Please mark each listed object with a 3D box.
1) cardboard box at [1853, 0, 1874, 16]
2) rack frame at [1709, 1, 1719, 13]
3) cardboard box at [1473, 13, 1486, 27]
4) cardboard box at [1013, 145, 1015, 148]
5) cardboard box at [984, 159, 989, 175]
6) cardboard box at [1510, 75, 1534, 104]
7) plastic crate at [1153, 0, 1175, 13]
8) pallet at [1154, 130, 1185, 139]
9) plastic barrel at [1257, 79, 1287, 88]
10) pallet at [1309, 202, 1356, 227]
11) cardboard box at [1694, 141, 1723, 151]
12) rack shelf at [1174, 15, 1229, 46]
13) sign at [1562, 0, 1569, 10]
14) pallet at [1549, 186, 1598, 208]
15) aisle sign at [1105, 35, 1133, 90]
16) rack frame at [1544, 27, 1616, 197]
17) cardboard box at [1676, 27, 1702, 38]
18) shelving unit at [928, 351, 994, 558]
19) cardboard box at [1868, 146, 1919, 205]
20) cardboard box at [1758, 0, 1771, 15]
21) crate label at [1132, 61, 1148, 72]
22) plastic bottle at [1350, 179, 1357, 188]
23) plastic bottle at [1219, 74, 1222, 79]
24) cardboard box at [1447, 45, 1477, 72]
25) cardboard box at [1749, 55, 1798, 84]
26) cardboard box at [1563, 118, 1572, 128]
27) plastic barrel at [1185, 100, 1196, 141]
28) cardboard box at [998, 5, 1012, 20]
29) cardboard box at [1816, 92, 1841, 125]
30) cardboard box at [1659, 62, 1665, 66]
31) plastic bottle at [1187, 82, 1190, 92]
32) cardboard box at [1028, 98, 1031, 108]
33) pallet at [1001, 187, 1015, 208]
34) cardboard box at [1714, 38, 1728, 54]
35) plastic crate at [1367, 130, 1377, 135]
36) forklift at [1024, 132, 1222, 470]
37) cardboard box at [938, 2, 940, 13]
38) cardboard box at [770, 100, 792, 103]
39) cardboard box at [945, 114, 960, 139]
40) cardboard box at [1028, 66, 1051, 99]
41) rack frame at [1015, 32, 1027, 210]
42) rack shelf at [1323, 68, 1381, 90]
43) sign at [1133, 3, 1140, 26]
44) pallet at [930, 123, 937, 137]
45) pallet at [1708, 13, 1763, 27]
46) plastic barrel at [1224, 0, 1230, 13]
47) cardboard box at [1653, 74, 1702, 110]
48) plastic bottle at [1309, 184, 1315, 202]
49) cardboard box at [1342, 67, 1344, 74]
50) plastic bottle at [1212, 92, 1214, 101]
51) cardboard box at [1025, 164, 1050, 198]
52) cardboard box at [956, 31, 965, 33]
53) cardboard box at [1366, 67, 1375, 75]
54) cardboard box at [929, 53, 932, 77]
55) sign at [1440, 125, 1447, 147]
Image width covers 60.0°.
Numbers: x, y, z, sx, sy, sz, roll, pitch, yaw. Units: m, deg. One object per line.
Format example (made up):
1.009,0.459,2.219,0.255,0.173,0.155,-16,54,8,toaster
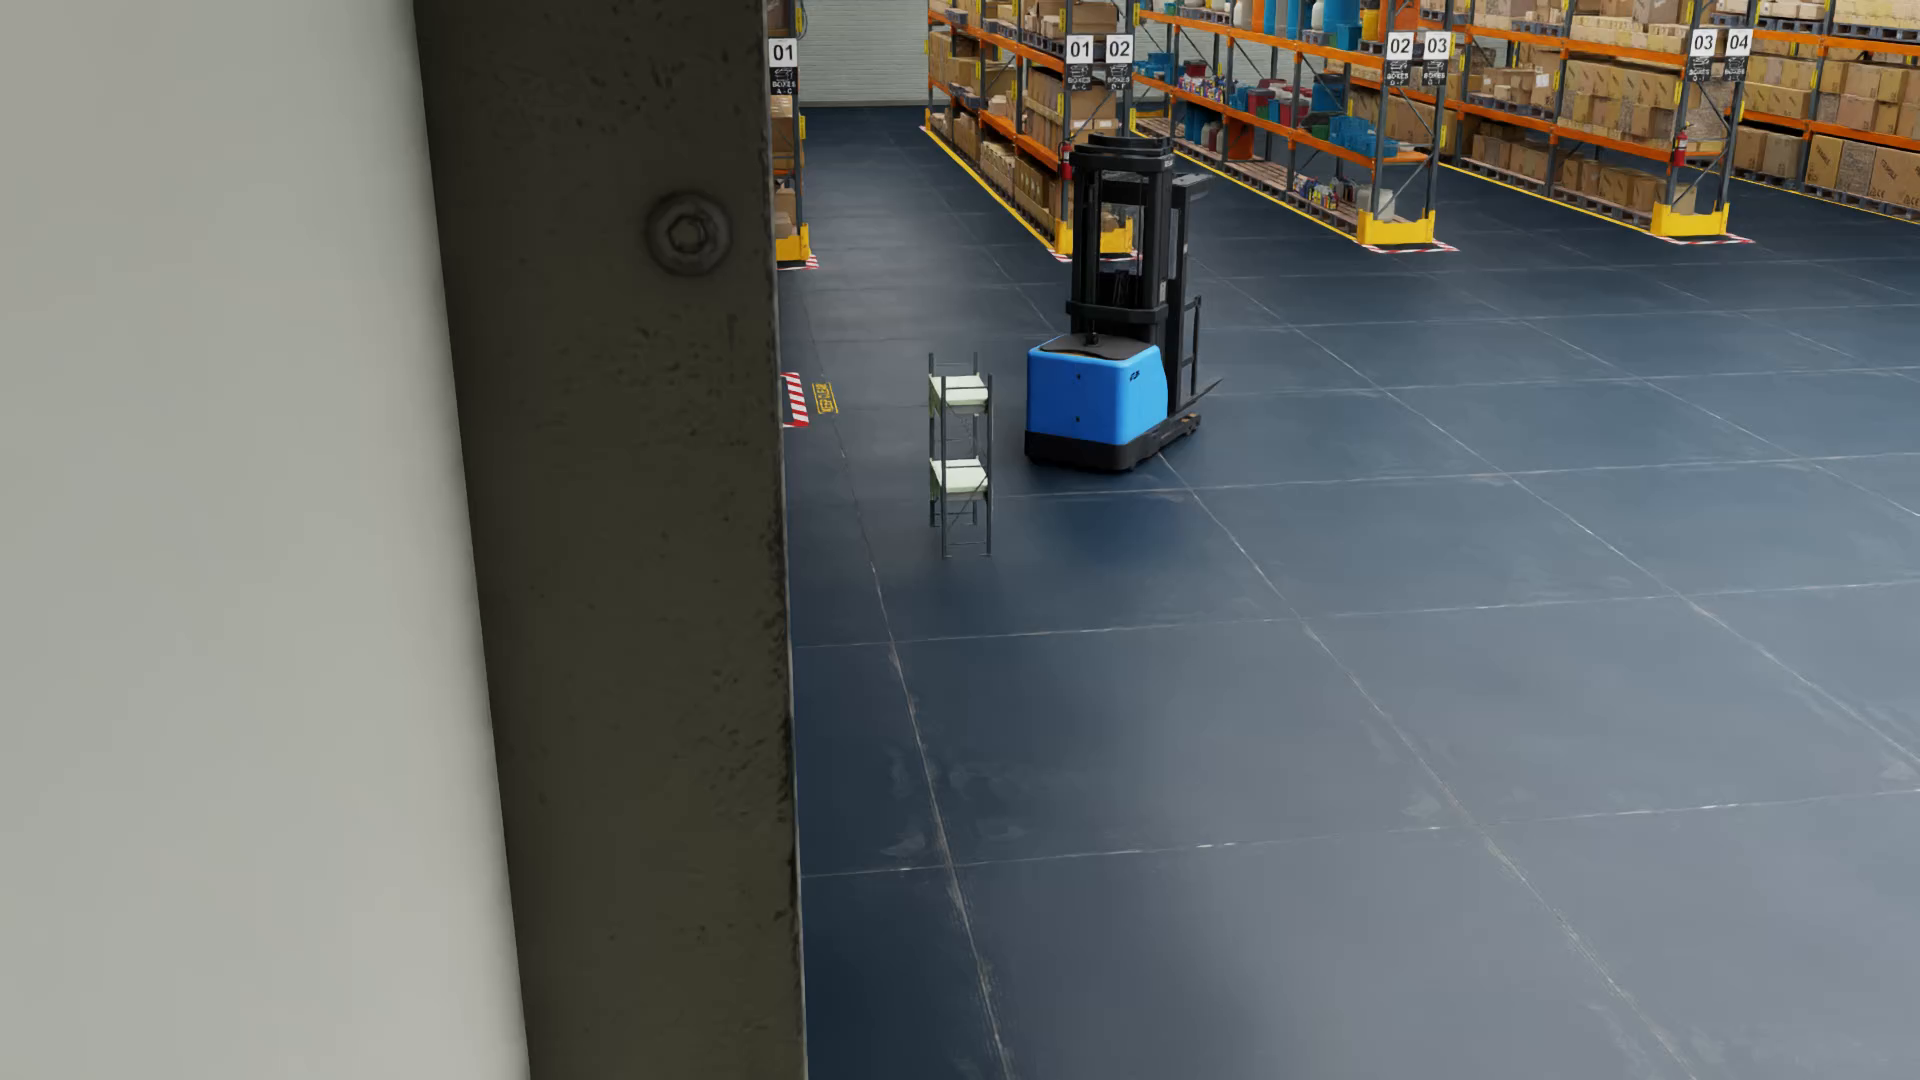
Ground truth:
16.065,-9.327,29.159,0.500,0.250,0.500,-3,21,-8,cardboard box
15.620,-12.162,33.418,1.000,3.000,0.127,-3,21,-8,rack frame
10.513,-10.296,32.923,0.500,0.250,0.500,-3,21,-7,cardboard box
1.295,-7.461,31.933,0.500,0.311,0.500,-3,21,-9,cardboard box
0.752,-7.177,31.974,0.500,0.250,0.500,-3,21,-9,cardboard box
10.933,-8.592,31.686,0.797,0.503,0.637,-1,20,-2,cardboard box
4.657,-12.223,38.038,0.437,0.282,0.530,-3,21,-8,plastic crate
5.075,-9.218,38.095,1.003,0.211,1.213,-3,21,-8,pallet
6.163,-8.805,32.809,0.600,0.536,0.708,-3,21,-8,plastic barrel
6.608,-5.538,28.241,1.003,0.211,1.213,-3,21,-8,pallet
12.046,-6.360,26.816,0.380,0.149,0.250,-3,21,-8,cardboard box
5.508,-10.647,34.678,1.077,0.370,4.000,-3,21,-8,rack shelf
10.725,-9.554,29.421,0.100,0.325,0.005,-3,21,-8,sign
11.406,-6.215,30.053,1.003,0.211,1.213,-3,21,-8,pallet
2.360,-7.079,24.667,0.394,0.787,0.004,-3,21,-8,aisle sign
11.274,-7.752,30.183,1.000,3.000,0.127,-3,21,-8,rack frame
11.502,-7.969,26.122,0.380,0.149,0.250,-3,21,-8,cardboard box
0.001,-0.700,13.448,0.431,1.500,0.755,-3,21,-8,shelving unit
16.481,-6.319,28.785,0.875,0.875,0.875,-3,21,-9,cardboard box
15.653,-10.346,32.226,0.500,0.311,0.500,-3,21,-9,cardboard box
4.353,-11.504,40.384,0.416,0.233,0.303,-3,21,-8,crate label
6.825,-6.080,28.866,0.144,0.351,0.185,-3,21,-8,plastic bottle
5.676,-9.947,36.131,0.144,0.351,0.185,-3,21,-8,plastic bottle
10.517,-10.133,34.983,0.797,0.503,0.637,-2,21,-6,cardboard box
15.899,-9.181,32.440,0.700,0.500,0.500,-3,21,-8,cardboard box
11.031,-7.457,29.754,0.380,0.149,0.250,-3,21,-8,cardboard box
5.281,-9.296,36.718,0.600,0.901,0.708,-3,21,-8,plastic barrel
1.015,-10.016,31.572,0.500,0.250,0.500,-4,21,-12,cardboard box
16.262,-7.910,30.393,0.875,0.550,0.550,-3,21,-8,cardboard box
15.024,-10.034,35.202,0.380,0.149,0.250,-2,21,-6,cardboard box
4.966,-9.797,35.944,0.097,0.201,0.097,0,20,0,plastic bottle
1.354,-7.414,28.210,0.380,0.149,0.250,-3,21,-7,cardboard box
1.326,-6.200,30.015,1.003,0.211,1.213,-3,21,-8,pallet
12.037,-7.881,26.458,0.500,0.250,0.500,-2,21,-6,cardboard box
6.858,-6.829,28.090,0.530,0.136,0.437,-3,21,-8,plastic crate
1.761,-2.484,16.177,1.130,2.935,3.031,11,23,27,forklift
-0.225,-12.033,37.573,0.500,0.250,0.500,-3,21,-8,cardboard box
-2.917,-6.797,26.741,0.500,0.500,0.500,-4,21,-9,cardboard box
-0.045,-9.241,37.115,0.500,0.500,0.500,-3,21,-8,cardboard box
1.541,-7.755,28.194,0.700,0.500,0.500,-3,21,-7,cardboard box
1.471,-7.253,28.849,1.000,3.000,0.127,-3,21,-8,rack frame
9.833,-10.877,39.579,1.077,0.370,4.000,-3,21,-8,rack shelf
2.597,-7.746,24.519,0.100,0.325,0.005,-3,21,-8,sign
-0.132,-9.799,39.652,1.003,0.211,1.213,-3,21,-8,pallet
15.766,-10.448,33.386,1.213,0.211,1.003,-2,21,-5,pallet
5.497,-10.788,33.623,0.301,0.262,0.301,0,20,0,plastic barrel
11.527,-7.199,26.707,0.500,0.500,0.500,-3,21,-8,cardboard box
6.088,-6.010,28.775,0.061,0.283,0.133,-2,21,-5,plastic bottle
9.419,-11.293,40.025,0.380,0.149,0.250,-3,21,-9,cardboard box
5.242,-9.134,34.169,0.097,0.201,0.097,0,20,0,plastic bottle
1.372,-5.991,27.726,0.500,0.500,0.500,-3,21,-8,cardboard box
0.077,-11.783,39.405,0.500,0.500,0.500,-3,21,-8,cardboard box
9.721,-10.909,38.427,0.500,0.250,0.500,-2,21,-6,cardboard box
-0.456,-11.288,39.509,0.500,0.500,0.500,-2,21,-7,cardboard box
7.495,-6.273,25.828,0.100,0.325,0.005,-3,21,-8,sign
